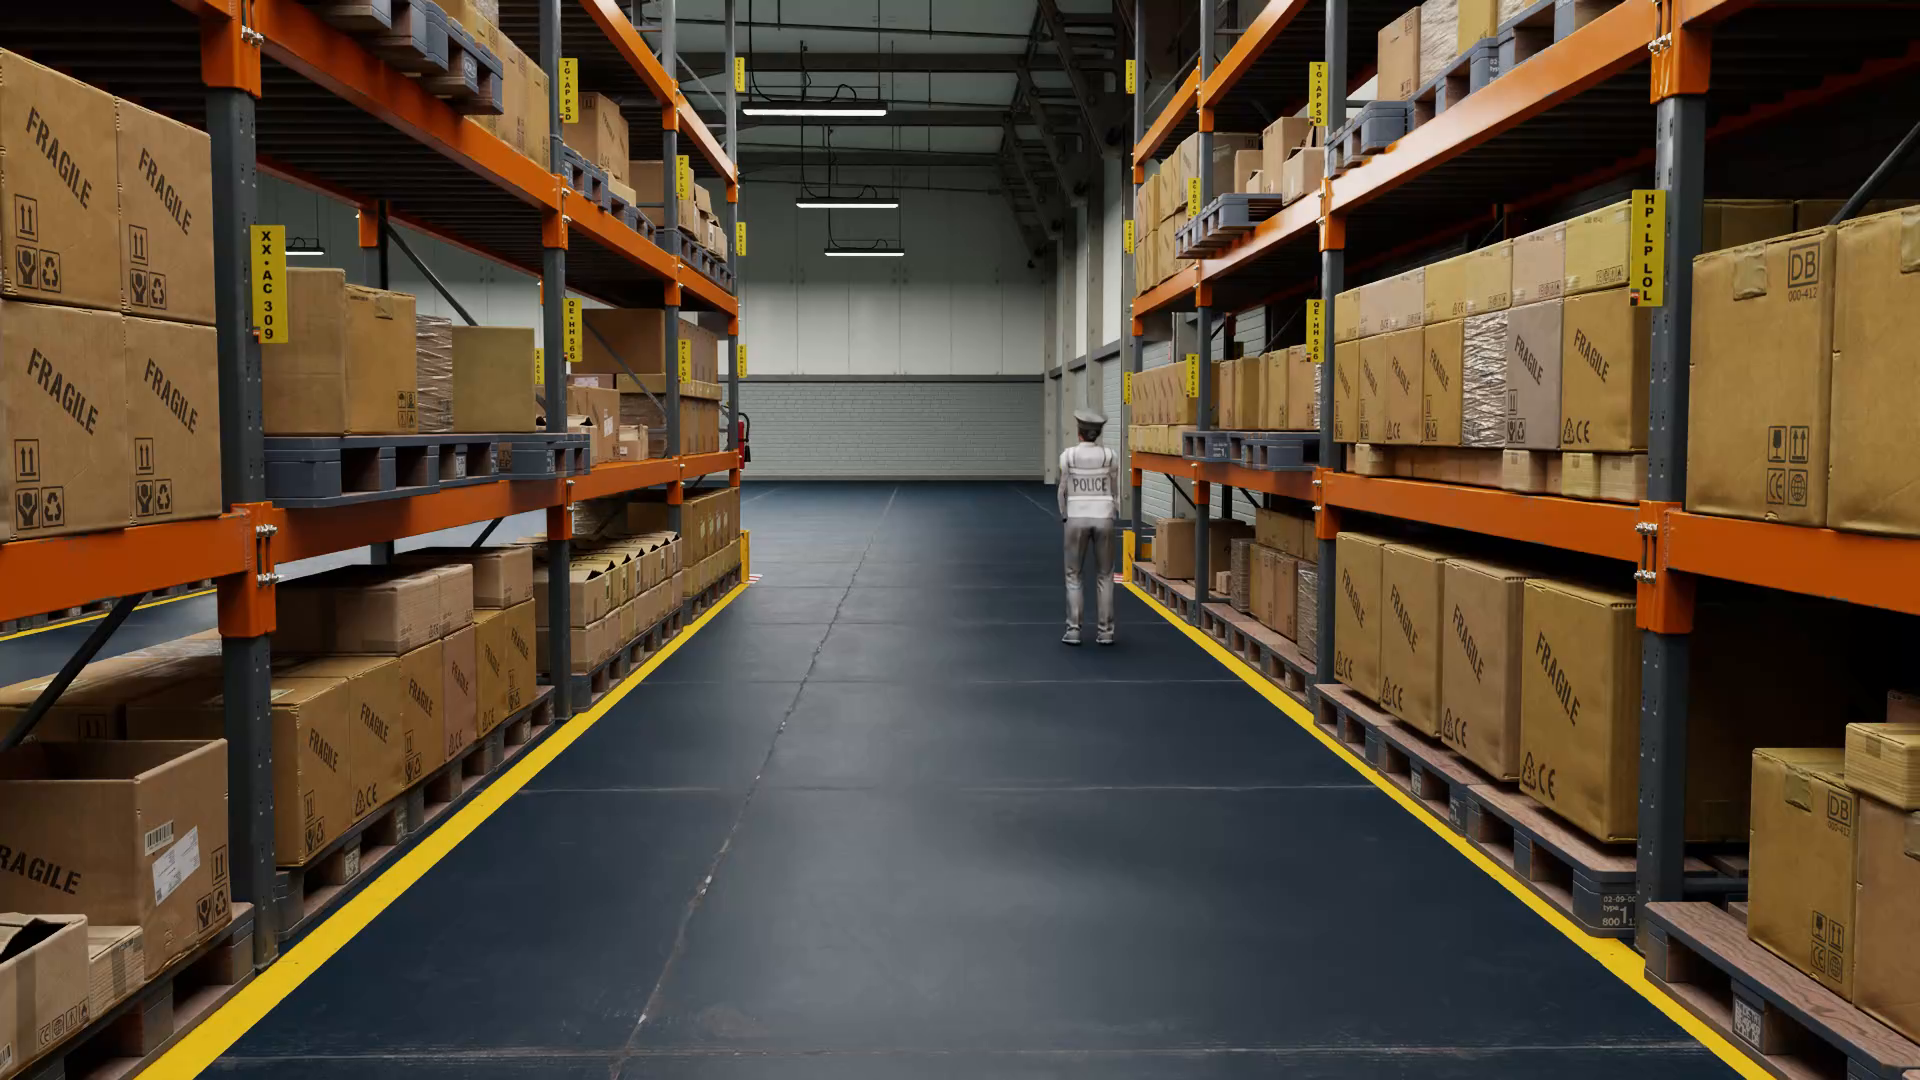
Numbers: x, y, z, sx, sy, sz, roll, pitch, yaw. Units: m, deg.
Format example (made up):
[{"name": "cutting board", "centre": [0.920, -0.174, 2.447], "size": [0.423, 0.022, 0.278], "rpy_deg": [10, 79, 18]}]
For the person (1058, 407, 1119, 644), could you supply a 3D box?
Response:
[{"name": "person", "centre": [0.915, -0.104, 11.901], "size": [0.434, 1.691, 0.514], "rpy_deg": [0, 4, -2]}]
